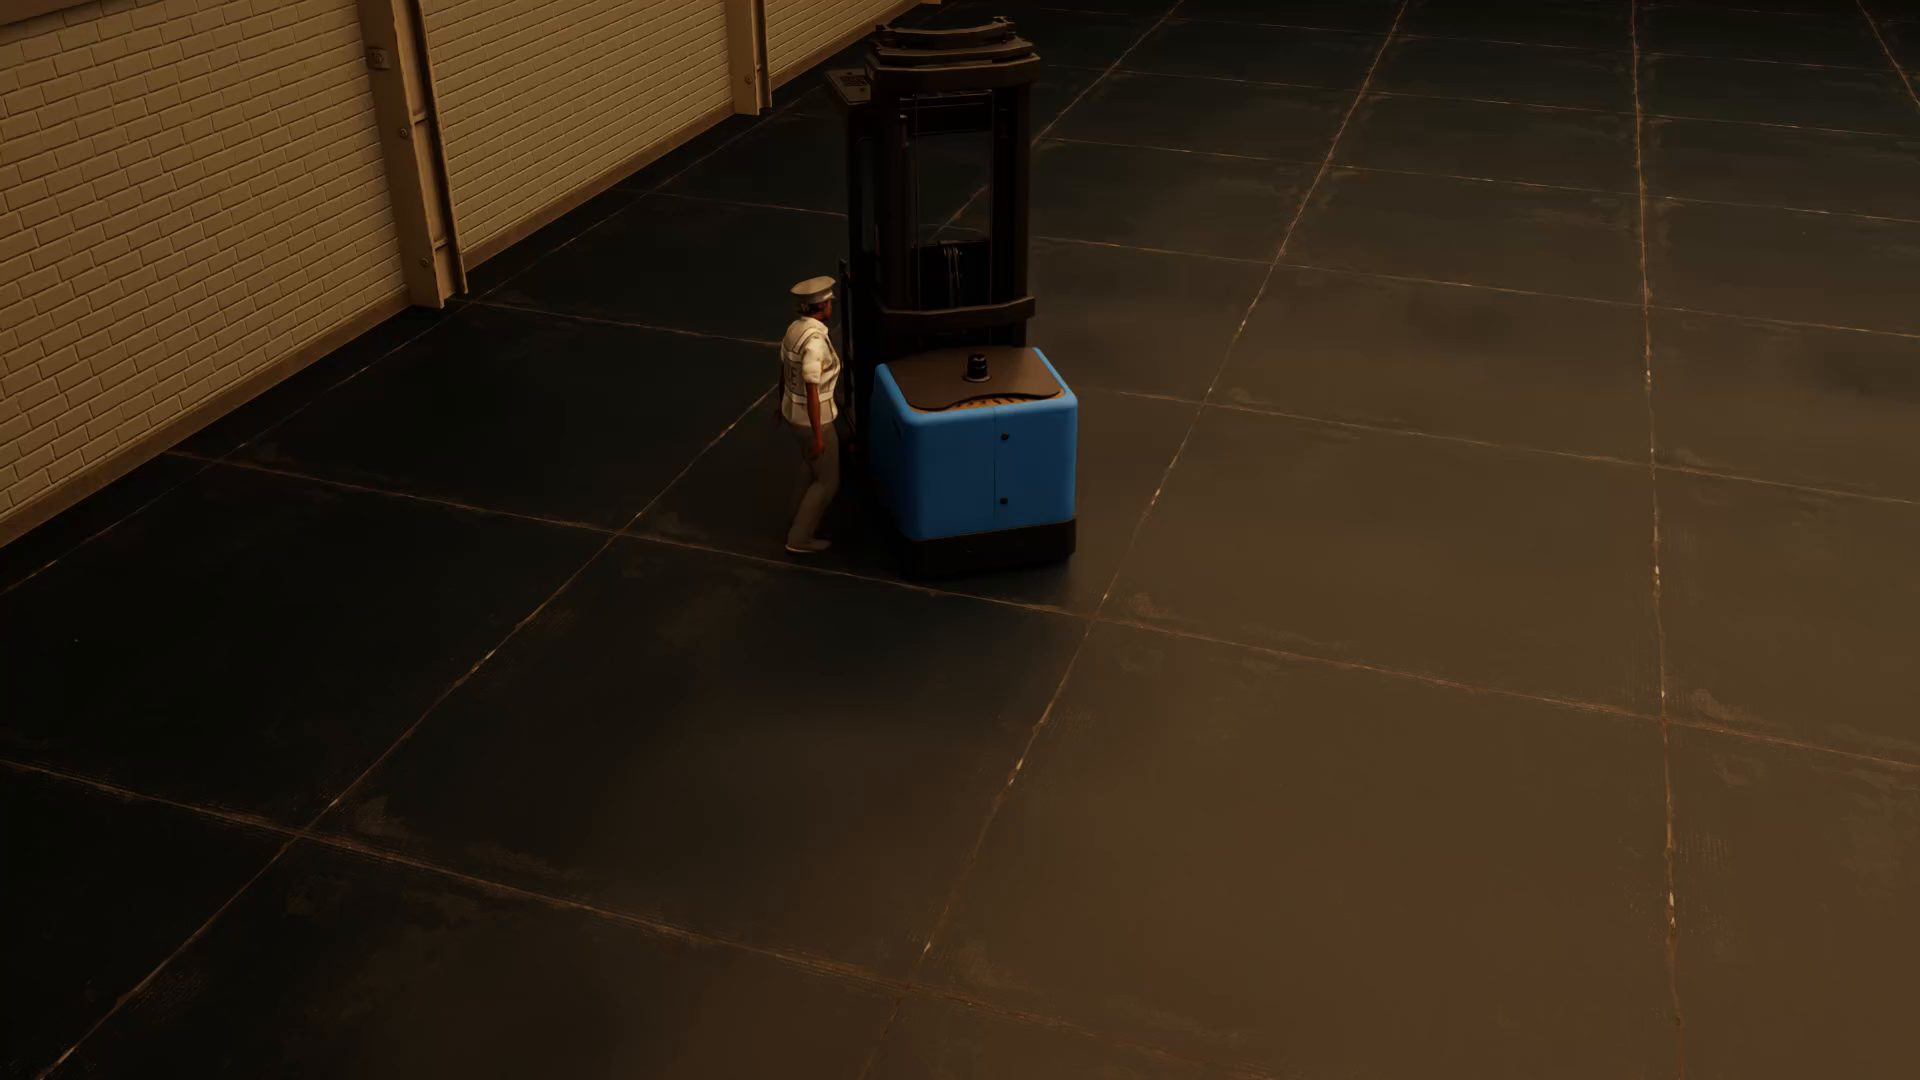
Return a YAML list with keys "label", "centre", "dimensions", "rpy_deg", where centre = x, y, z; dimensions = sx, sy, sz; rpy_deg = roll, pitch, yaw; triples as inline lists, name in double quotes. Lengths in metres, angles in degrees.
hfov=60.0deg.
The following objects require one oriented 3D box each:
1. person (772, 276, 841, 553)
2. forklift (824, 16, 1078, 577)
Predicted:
- label: "person"
  centre: [-0.889, -0.719, 9.759]
  dimensions: [0.431, 1.635, 0.810]
  rpy_deg: [-10, 31, -17]
- label: "forklift"
  centre: [-0.188, -1.779, 10.258]
  dimensions: [1.130, 2.935, 3.031]
  rpy_deg: [-7, 31, -13]
